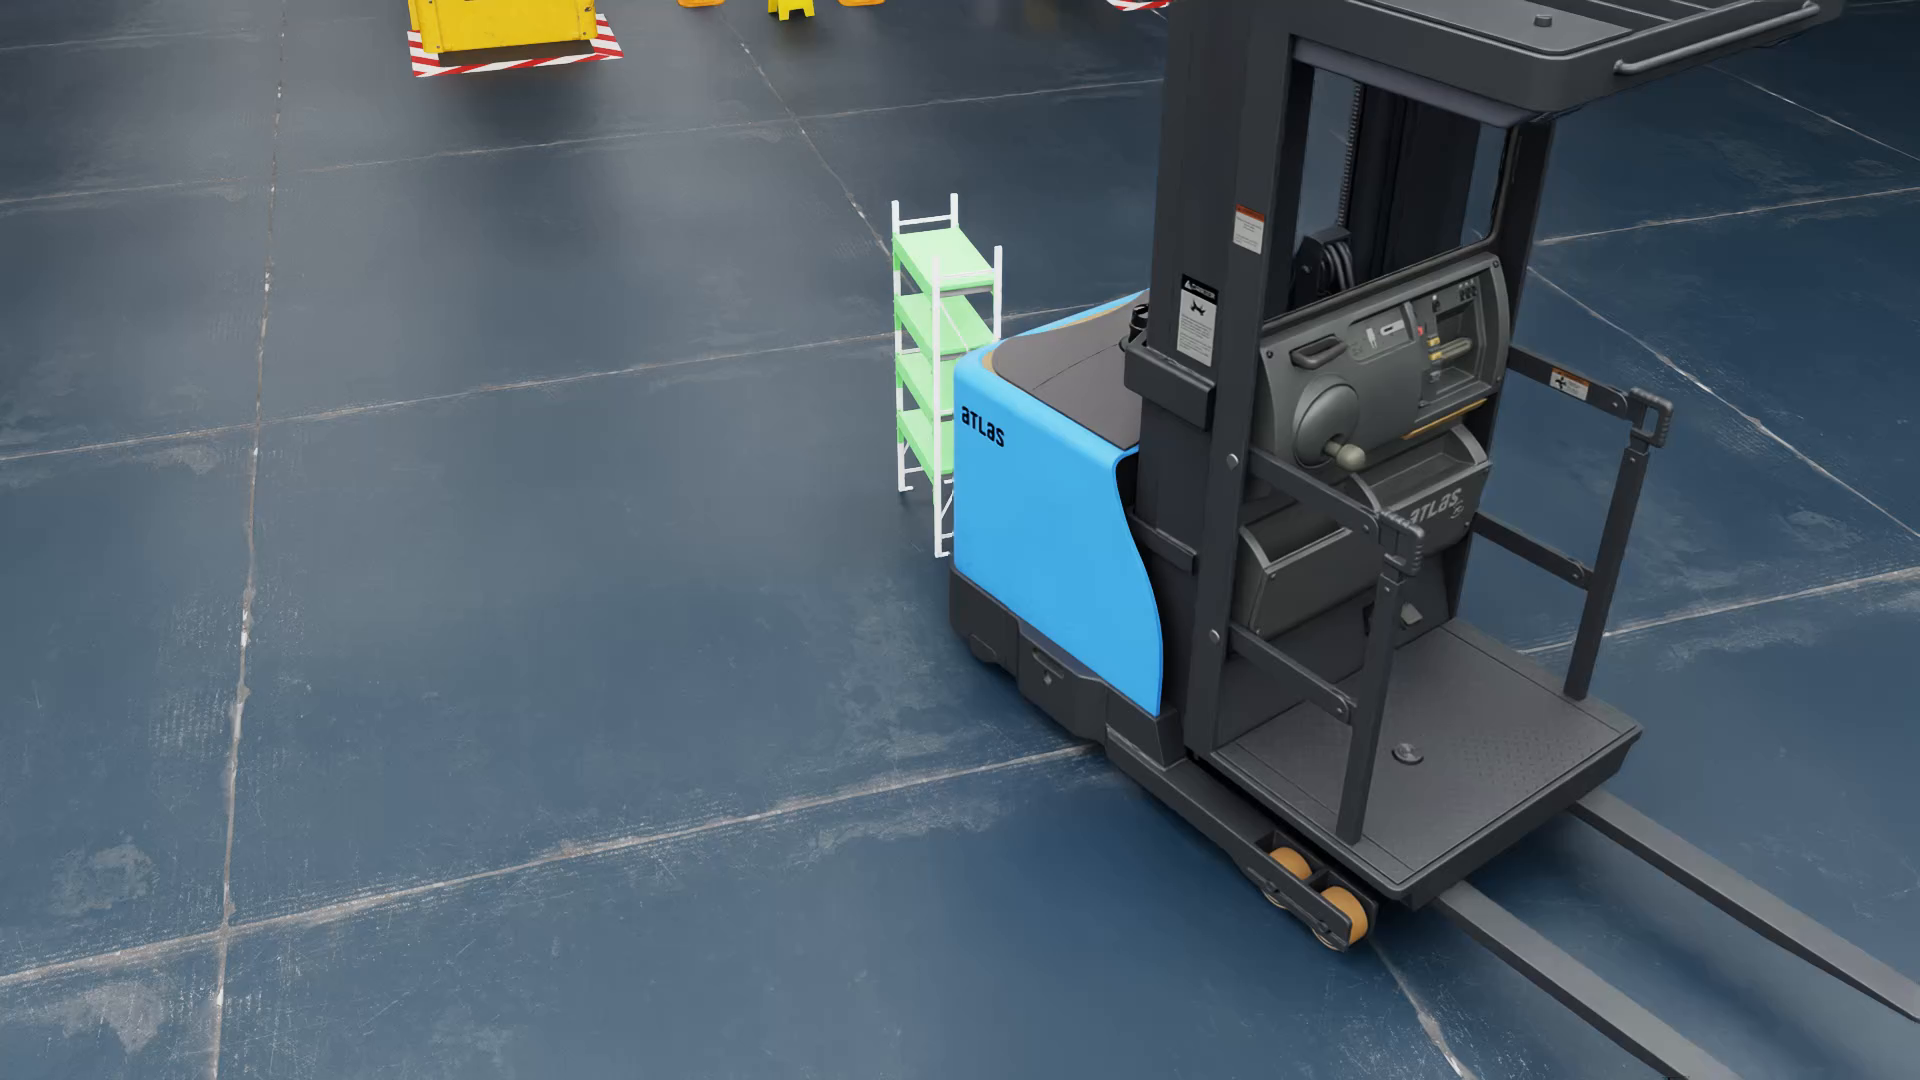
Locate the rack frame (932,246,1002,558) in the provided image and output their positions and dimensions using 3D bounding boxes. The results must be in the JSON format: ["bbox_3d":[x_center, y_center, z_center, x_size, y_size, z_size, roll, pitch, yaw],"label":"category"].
[{"bbox_3d":[0.024,-0.459,5.857,0.240,1.200,0.015,-10,35,-15],"label":"rack frame"}]

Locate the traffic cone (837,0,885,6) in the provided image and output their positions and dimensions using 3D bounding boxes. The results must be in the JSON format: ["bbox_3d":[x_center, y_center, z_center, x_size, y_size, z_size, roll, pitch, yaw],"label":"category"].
[{"bbox_3d":[-0.742,-4.196,12.181,0.336,0.463,0.334,-10,35,-15],"label":"traffic cone"}]

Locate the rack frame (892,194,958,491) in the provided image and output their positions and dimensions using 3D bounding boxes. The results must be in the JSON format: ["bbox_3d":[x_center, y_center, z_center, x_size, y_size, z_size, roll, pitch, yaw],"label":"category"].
[{"bbox_3d":[-0.125,-0.716,6.245,0.240,1.200,0.015,-10,35,-15],"label":"rack frame"}]

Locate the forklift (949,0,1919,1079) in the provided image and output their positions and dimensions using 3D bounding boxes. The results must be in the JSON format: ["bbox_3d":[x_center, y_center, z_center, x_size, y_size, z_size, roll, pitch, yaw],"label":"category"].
[{"bbox_3d":[1.257,-0.414,4.218,1.130,2.935,3.031,-23,40,-30],"label":"forklift"}]

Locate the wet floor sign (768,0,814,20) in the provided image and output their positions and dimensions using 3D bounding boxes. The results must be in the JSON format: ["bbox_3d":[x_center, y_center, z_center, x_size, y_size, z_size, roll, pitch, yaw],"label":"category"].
[{"bbox_3d":[-1.218,-4.061,11.811,0.267,0.644,0.232,-16,37,-23],"label":"wet floor sign"}]

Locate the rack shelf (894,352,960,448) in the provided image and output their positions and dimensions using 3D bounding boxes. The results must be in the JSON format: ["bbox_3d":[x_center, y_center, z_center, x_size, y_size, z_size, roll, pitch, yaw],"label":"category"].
[{"bbox_3d":[-0.050,-0.534,6.086,0.258,0.148,0.480,-10,35,-15],"label":"rack shelf"}]

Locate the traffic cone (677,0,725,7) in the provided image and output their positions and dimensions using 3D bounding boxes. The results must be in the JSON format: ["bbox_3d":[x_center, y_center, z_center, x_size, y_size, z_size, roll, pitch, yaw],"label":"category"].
[{"bbox_3d":[-1.922,-4.185,12.163,0.336,0.463,0.334,-10,35,-15],"label":"traffic cone"}]

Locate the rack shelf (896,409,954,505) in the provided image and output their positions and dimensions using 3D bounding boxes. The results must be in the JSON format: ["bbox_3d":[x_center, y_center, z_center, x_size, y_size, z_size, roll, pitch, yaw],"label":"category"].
[{"bbox_3d":[-0.050,-0.334,6.218,0.258,0.148,0.480,-10,35,-15],"label":"rack shelf"}]

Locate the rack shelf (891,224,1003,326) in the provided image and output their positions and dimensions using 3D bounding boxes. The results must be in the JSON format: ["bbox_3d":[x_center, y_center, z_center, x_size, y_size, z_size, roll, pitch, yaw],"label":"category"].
[{"bbox_3d":[-0.050,-0.935,5.821,0.258,0.148,0.480,-10,35,-15],"label":"rack shelf"}]

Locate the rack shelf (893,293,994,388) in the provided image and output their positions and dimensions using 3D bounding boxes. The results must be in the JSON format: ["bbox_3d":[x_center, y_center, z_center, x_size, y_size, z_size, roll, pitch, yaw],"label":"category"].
[{"bbox_3d":[-0.050,-0.734,5.954,0.258,0.148,0.480,-10,35,-15],"label":"rack shelf"}]

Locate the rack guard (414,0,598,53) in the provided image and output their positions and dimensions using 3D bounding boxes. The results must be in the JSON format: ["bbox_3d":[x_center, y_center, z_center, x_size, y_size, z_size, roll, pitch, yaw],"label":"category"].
[{"bbox_3d":[-3.105,-3.670,11.351,1.175,0.500,0.348,-10,35,-15],"label":"rack guard"}]

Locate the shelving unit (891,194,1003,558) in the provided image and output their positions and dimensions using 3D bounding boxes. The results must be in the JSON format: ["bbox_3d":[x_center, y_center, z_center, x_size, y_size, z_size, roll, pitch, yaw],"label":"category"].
[{"bbox_3d":[-0.050,-0.587,6.051,0.258,1.200,0.503,-10,35,-15],"label":"shelving unit"}]
